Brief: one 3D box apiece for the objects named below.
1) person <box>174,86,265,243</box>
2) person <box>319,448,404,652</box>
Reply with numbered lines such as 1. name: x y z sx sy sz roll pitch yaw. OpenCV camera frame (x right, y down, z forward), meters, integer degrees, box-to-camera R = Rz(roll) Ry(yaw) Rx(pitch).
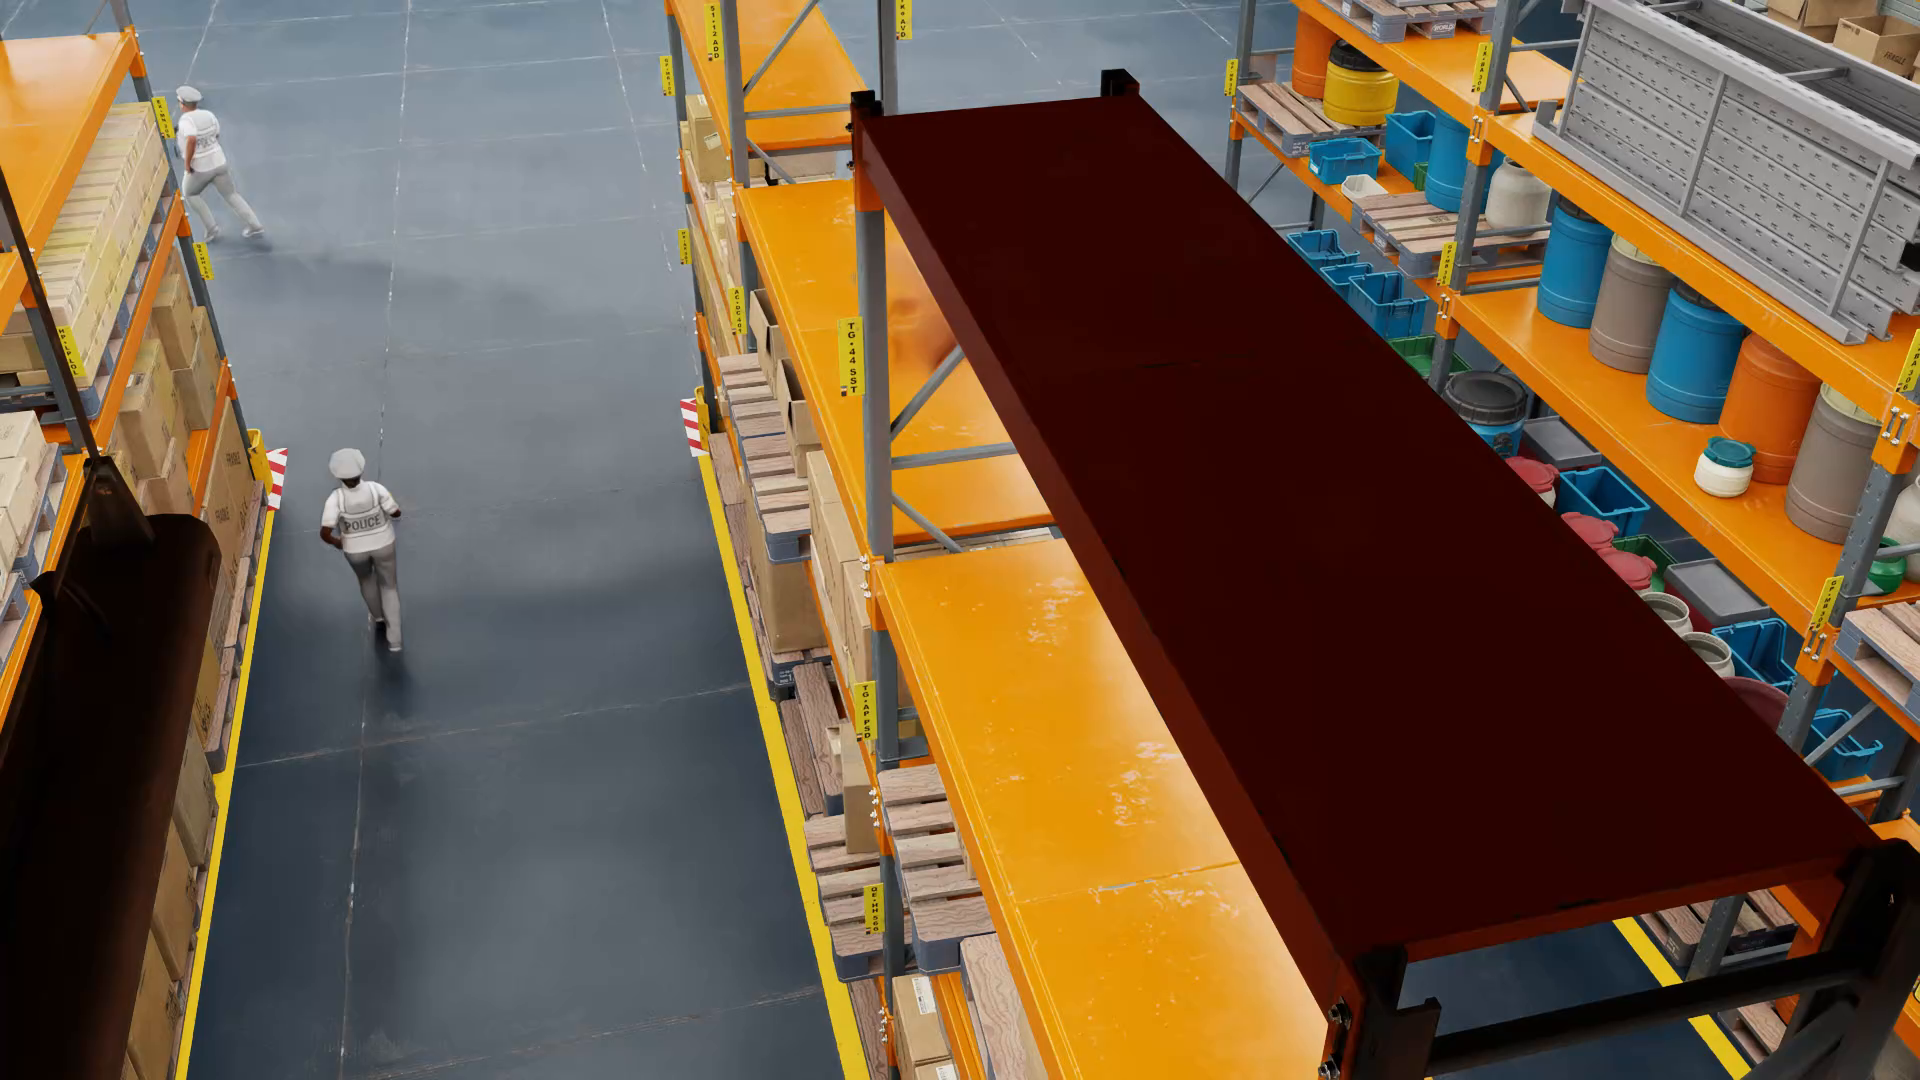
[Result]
1. person: -8.410 -4.140 18.590 0.911 1.828 0.672 16 37 21
2. person: -4.422 0.068 12.441 0.570 1.714 0.850 -10 36 -15
